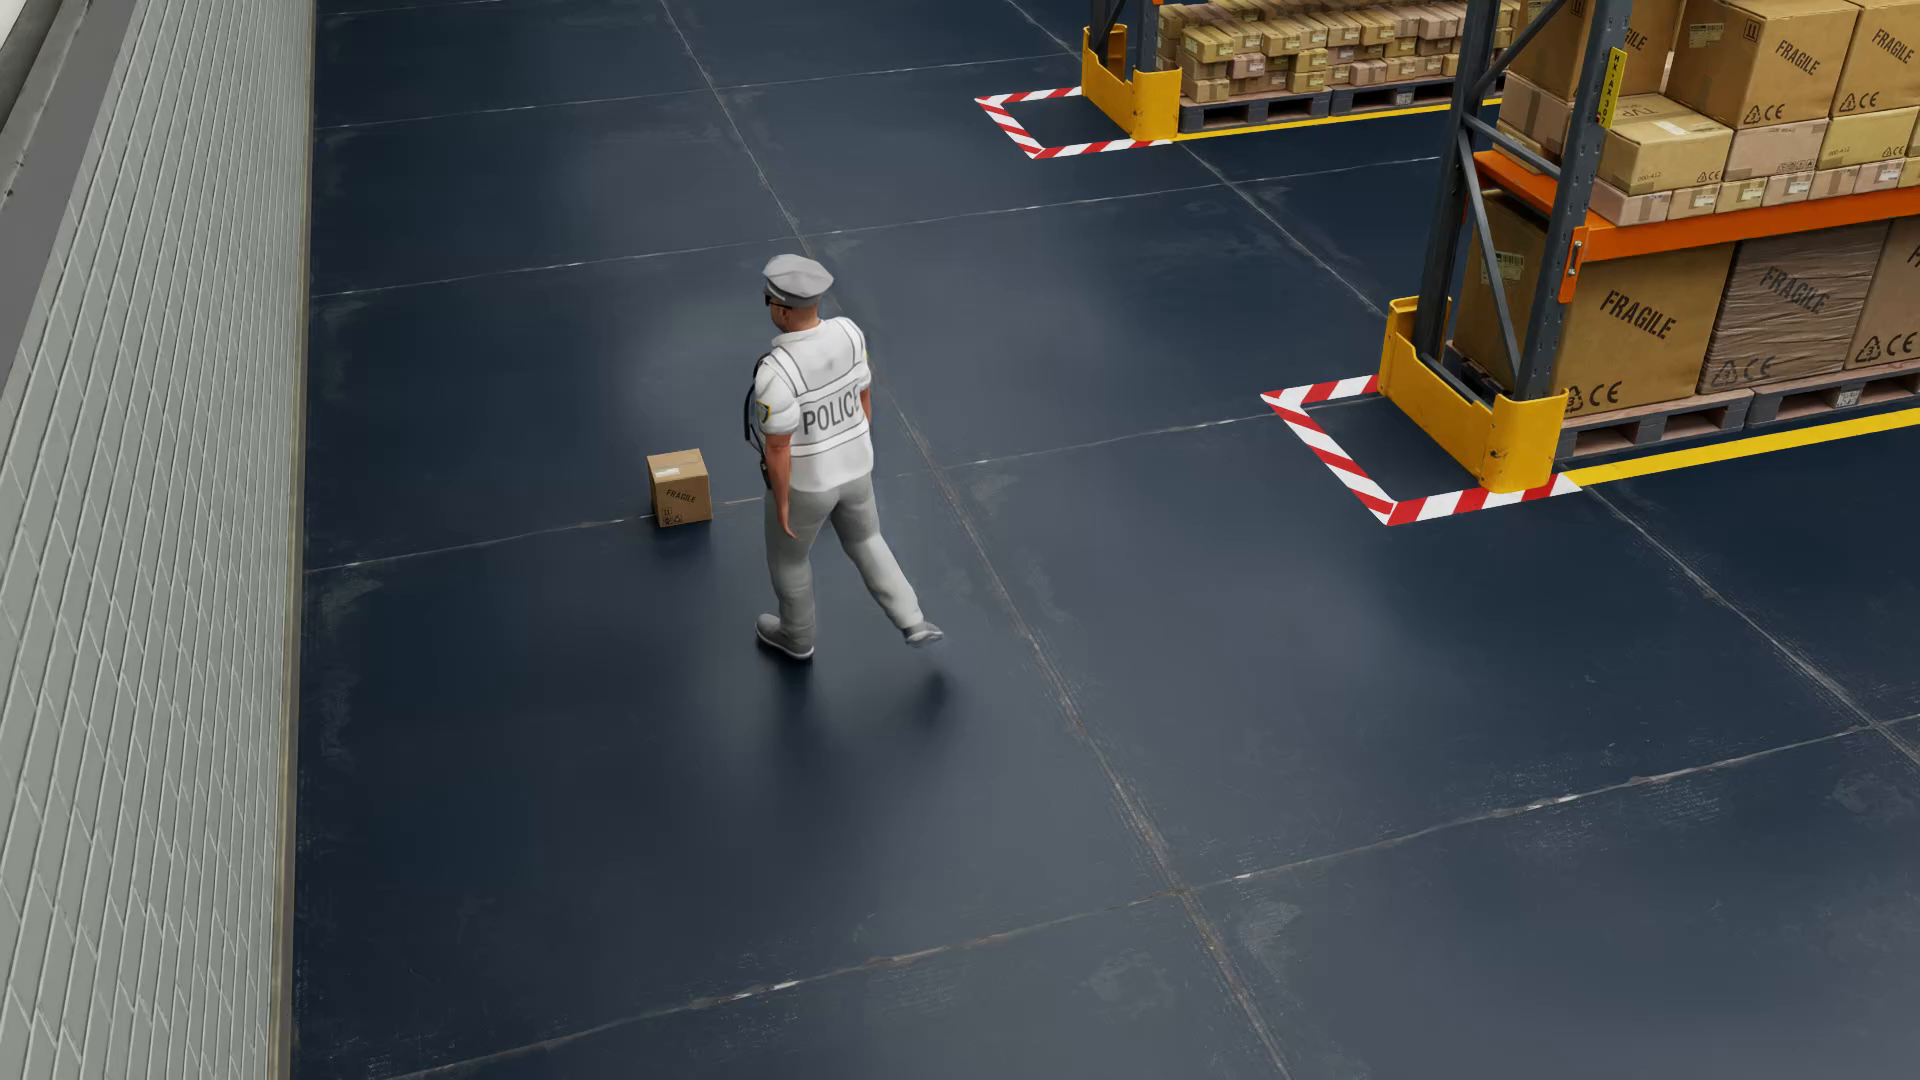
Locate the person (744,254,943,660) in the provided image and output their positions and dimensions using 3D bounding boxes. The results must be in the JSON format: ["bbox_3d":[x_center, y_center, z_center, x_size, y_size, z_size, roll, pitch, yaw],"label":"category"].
[{"bbox_3d":[-0.486,-0.250,6.467,0.586,1.750,0.810,-28,43,-35],"label":"person"}]
